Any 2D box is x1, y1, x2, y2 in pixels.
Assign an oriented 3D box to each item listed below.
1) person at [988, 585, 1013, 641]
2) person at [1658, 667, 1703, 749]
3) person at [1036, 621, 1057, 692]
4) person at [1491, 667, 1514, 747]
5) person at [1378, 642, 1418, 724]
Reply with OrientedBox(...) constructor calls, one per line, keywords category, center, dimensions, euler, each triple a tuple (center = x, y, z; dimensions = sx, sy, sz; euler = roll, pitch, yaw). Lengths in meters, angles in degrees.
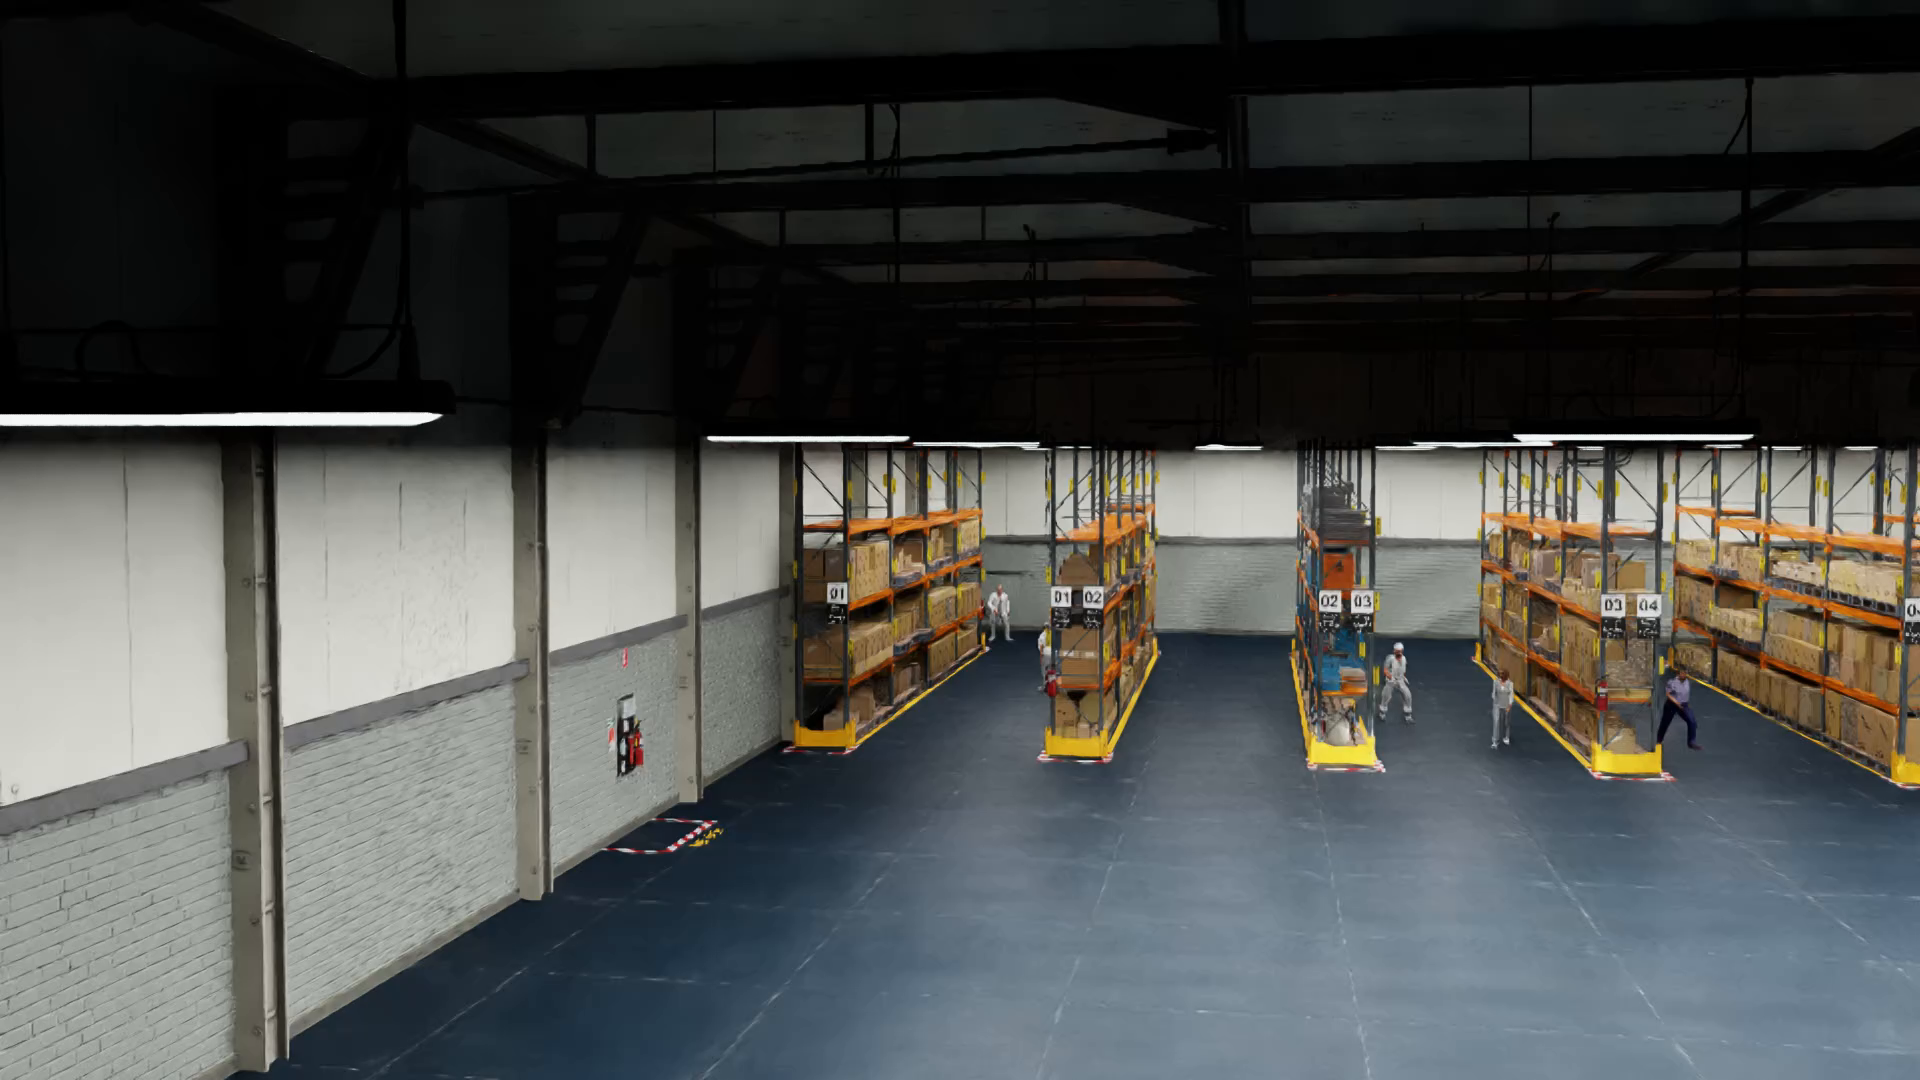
OrientedBox(category="person", center=(1.184, 2.193, 50.244), dimensions=(0.737, 1.702, 0.869), euler=(0, 3, -7))
OrientedBox(category="person", center=(13.913, 3.218, 32.221), dimensions=(0.655, 1.578, 0.824), euler=(0, 3, -7))
OrientedBox(category="person", center=(2.042, 2.778, 39.821), dimensions=(0.476, 1.667, 0.523), euler=(3, 4, 41))
OrientedBox(category="person", center=(10.544, 3.231, 32.296), dimensions=(0.408, 1.532, 0.962), euler=(1, 3, 19))
OrientedBox(category="person", center=(9.178, 2.996, 35.022), dimensions=(0.674, 1.719, 0.808), euler=(-1, 3, -12))
